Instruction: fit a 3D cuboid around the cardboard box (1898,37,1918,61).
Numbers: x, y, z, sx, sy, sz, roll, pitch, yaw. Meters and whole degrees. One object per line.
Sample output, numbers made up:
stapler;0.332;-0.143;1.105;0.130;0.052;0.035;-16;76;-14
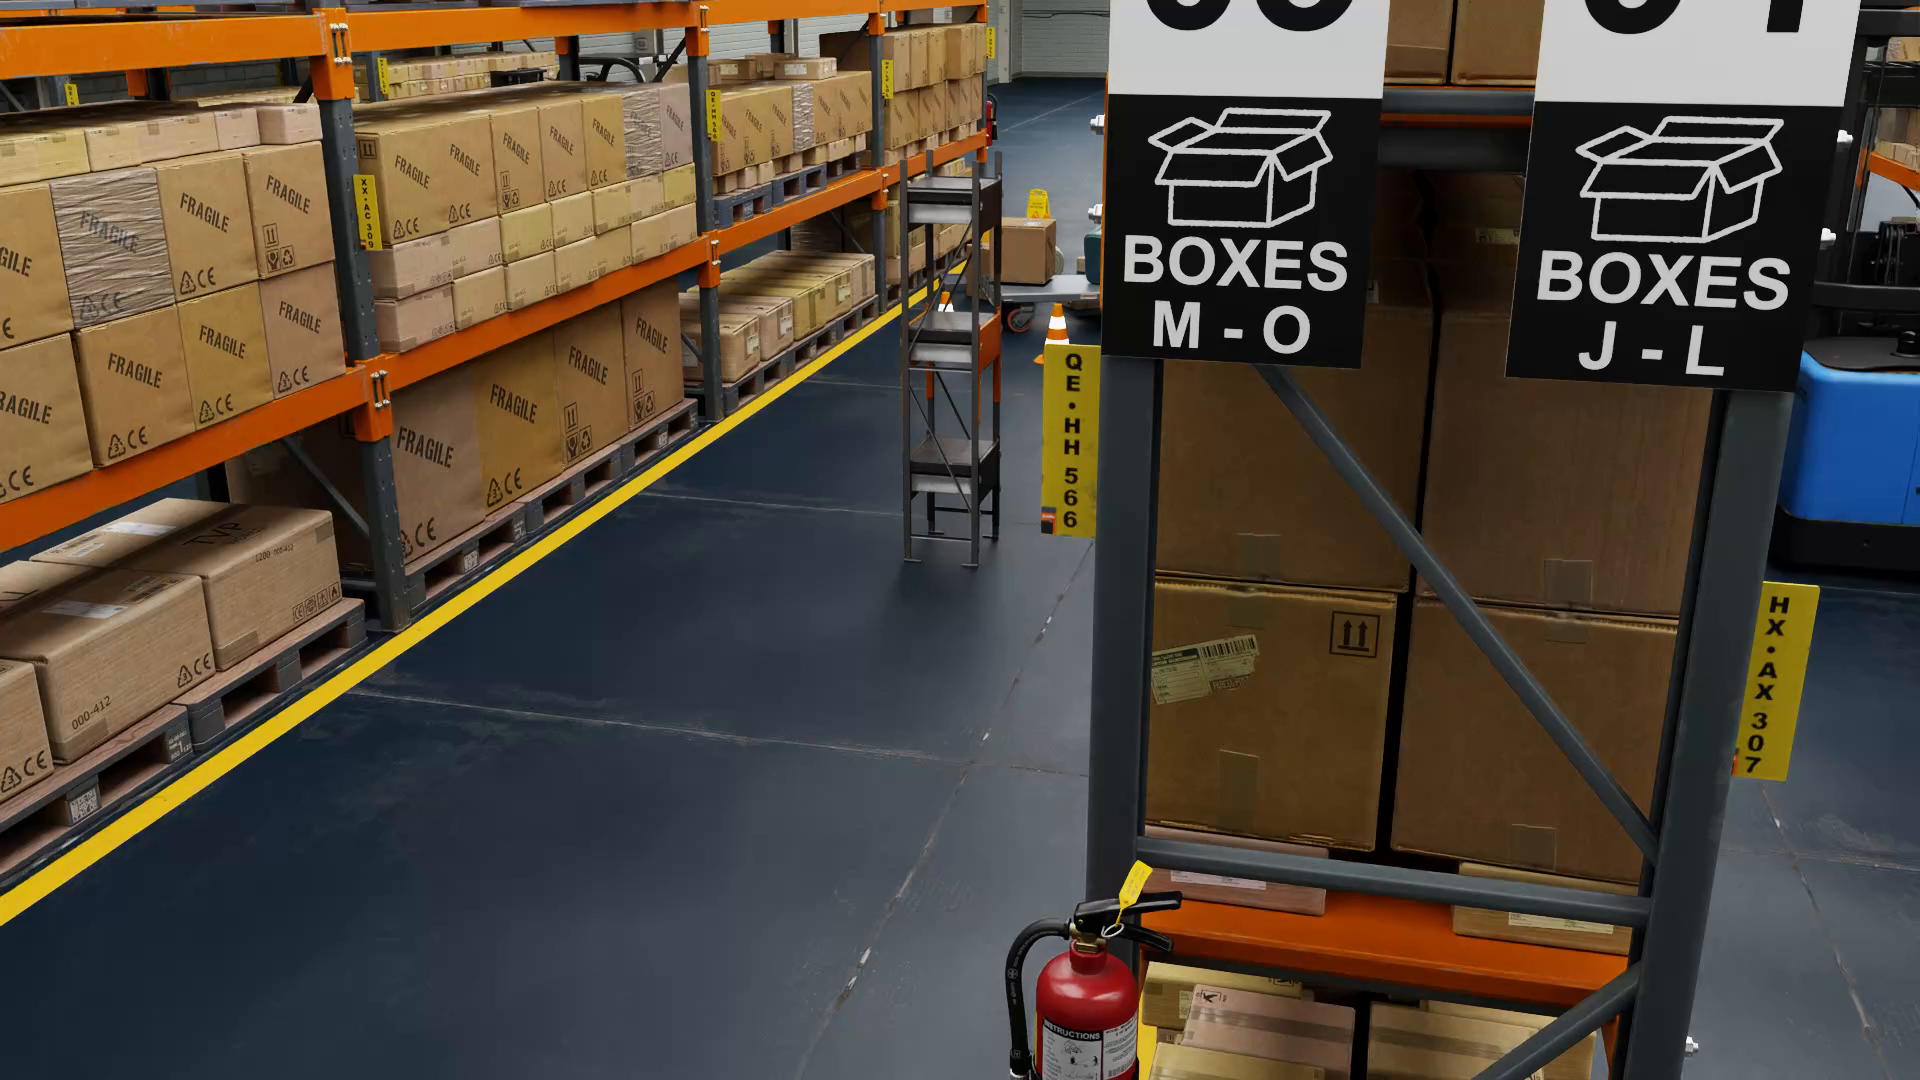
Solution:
cardboard box;8.885;-4.359;15.147;0.500;0.500;0.500;5;19;13

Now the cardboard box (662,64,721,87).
cardboard box;-2.025;-3.509;12.551;0.380;0.149;0.250;4;19;11

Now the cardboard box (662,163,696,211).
cardboard box;-2.023;-2.274;10.662;0.500;0.250;0.500;5;19;13

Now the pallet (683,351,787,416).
pallet;-1.959;-1.205;12.389;1.003;0.211;1.213;5;19;13

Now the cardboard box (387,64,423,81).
cardboard box;-5.593;-4.666;16.588;0.380;0.149;0.250;4;19;12

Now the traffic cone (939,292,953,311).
traffic cone;-0.120;-1.834;13.841;0.336;0.463;0.334;5;19;13

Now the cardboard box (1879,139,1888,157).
cardboard box;9.032;-3.739;15.881;0.380;0.149;0.250;5;19;13

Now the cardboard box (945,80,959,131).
cardboard box;-0.315;-4.470;17.020;0.500;0.500;0.500;5;19;13

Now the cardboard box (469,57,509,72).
cardboard box;-5.109;-5.136;17.966;0.380;0.149;0.250;5;19;14

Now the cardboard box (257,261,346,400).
cardboard box;-2.994;-0.908;7.051;0.500;0.500;0.500;5;19;14

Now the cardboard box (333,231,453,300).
cardboard box;-2.748;-1.307;7.833;0.500;0.250;0.500;4;19;12

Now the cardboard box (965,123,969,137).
cardboard box;-0.119;-4.368;17.723;0.380;0.149;0.250;4;19;12

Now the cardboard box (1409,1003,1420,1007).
cardboard box;1.359;1.215;4.289;0.380;0.149;0.250;5;20;15

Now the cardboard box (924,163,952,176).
cardboard box;-0.295;-3.794;17.094;0.380;0.149;0.250;6;20;16

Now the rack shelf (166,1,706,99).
rack shelf;-2.640;-2.732;9.018;1.077;0.370;4.000;5;19;13

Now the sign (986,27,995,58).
sign;0.336;-5.435;18.178;0.100;0.325;0.005;5;19;13

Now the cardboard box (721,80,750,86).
cardboard box;-1.938;-3.323;13.012;0.500;0.500;0.500;4;19;11

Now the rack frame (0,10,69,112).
rack frame;-6.966;-2.671;12.366;1.000;3.000;0.127;5;19;13

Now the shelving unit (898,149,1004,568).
shelving unit;-0.040;-0.942;8.696;0.431;2.100;0.503;5;19;13

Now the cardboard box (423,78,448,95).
cardboard box;-5.425;-4.595;16.840;0.380;0.149;0.250;5;20;15

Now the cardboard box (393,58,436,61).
cardboard box;-5.767;-5.019;17.623;0.380;0.149;0.250;5;20;15

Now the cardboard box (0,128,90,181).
cardboard box;-3.269;-1.336;5.754;0.380;0.149;0.250;4;19;12

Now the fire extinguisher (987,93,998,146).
fire extinguisher;0.278;-4.750;18.574;0.296;0.674;0.183;5;19;13

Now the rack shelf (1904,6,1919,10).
rack shelf;8.924;-4.457;14.068;1.077;0.370;4.000;5;19;13

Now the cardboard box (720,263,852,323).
cardboard box;-1.472;-2.099;14.107;0.950;0.372;0.625;6;20;17

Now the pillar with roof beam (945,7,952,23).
pillar with roof beam;3.983;-15.053;39.335;9.100;9.000;0.400;5;19;13

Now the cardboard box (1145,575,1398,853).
cardboard box;0.579;0.238;3.237;0.500;0.500;0.500;5;20;14

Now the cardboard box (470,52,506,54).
cardboard box;-5.426;-5.506;19.050;0.380;0.149;0.250;5;20;15

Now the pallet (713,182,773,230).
pallet;-2.081;-2.421;11.932;1.213;0.211;1.003;5;19;13

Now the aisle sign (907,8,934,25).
aisle sign;-0.482;-6.062;18.271;0.394;0.787;0.004;5;19;13

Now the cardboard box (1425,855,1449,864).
cardboard box;1.138;0.547;3.334;0.380;0.149;0.250;5;20;15

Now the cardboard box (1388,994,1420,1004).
cardboard box;1.293;1.069;4.257;0.380;0.149;0.250;4;19;11

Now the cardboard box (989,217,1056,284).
cardboard box;0.559;-2.578;14.790;0.500;0.500;0.500;5;19;13

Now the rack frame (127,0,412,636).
rack frame;-3.129;-1.026;7.551;1.000;3.000;0.127;5;19;13

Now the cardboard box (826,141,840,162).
cardboard box;-1.201;-3.185;13.612;0.380;0.149;0.250;5;19;14

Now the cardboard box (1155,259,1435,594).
cardboard box;0.589;-0.238;3.081;0.500;0.500;0.500;4;19;12

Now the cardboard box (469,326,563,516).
cardboard box;-2.842;-0.704;9.245;0.875;0.875;0.875;5;20;15

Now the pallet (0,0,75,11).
pallet;-3.639;-1.767;5.216;1.003;0.211;1.213;5;19;13

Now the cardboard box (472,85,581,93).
cardboard box;-2.621;-2.509;10.191;0.500;0.500;0.500;5;19;14

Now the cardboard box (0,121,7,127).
cardboard box;-3.739;-1.456;6.105;0.380;0.149;0.250;4;19;12

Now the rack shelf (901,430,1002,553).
rack shelf;-0.040;-0.266;8.927;0.431;0.518;0.480;5;19;13

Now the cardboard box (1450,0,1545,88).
cardboard box;1.076;-0.882;2.721;0.500;0.250;0.500;5;20;15

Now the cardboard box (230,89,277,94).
cardboard box;-6.461;-4.027;15.180;0.380;0.149;0.250;5;19;13

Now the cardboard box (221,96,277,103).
cardboard box;-6.140;-3.751;14.372;0.380;0.149;0.250;5;19;14

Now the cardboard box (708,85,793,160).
cardboard box;-1.573;-3.120;12.418;0.500;0.500;0.500;5;19;14

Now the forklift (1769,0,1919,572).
forklift;5.133;-1.641;9.457;1.130;2.935;3.031;4;19;13

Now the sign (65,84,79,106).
sign;-6.437;-3.141;12.075;0.100;0.325;0.005;5;19;13

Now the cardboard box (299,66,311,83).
cardboard box;-6.203;-4.543;16.230;0.380;0.149;0.250;5;19;14

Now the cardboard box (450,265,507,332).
cardboard box;-2.640;-1.235;8.394;0.500;0.250;0.500;4;19;12

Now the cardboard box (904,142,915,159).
cardboard box;-0.645;-3.732;15.861;0.380;0.149;0.250;5;20;15

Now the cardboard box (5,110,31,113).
cardboard box;-7.127;-3.234;12.856;0.380;0.149;0.250;5;20;15

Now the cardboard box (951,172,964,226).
cardboard box;-0.264;-3.604;17.543;0.500;0.500;0.500;5;20;15

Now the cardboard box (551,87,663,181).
cardboard box;-2.142;-2.456;10.037;0.500;0.500;0.500;5;19;14

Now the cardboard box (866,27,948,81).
cardboard box;-0.522;-4.800;16.438;0.700;0.500;0.500;5;19;13

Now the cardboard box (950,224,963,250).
cardboard box;-0.268;-3.249;17.662;0.500;0.250;0.500;5;19;14

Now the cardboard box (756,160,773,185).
cardboard box;-1.591;-2.700;12.190;0.380;0.149;0.250;5;19;14
